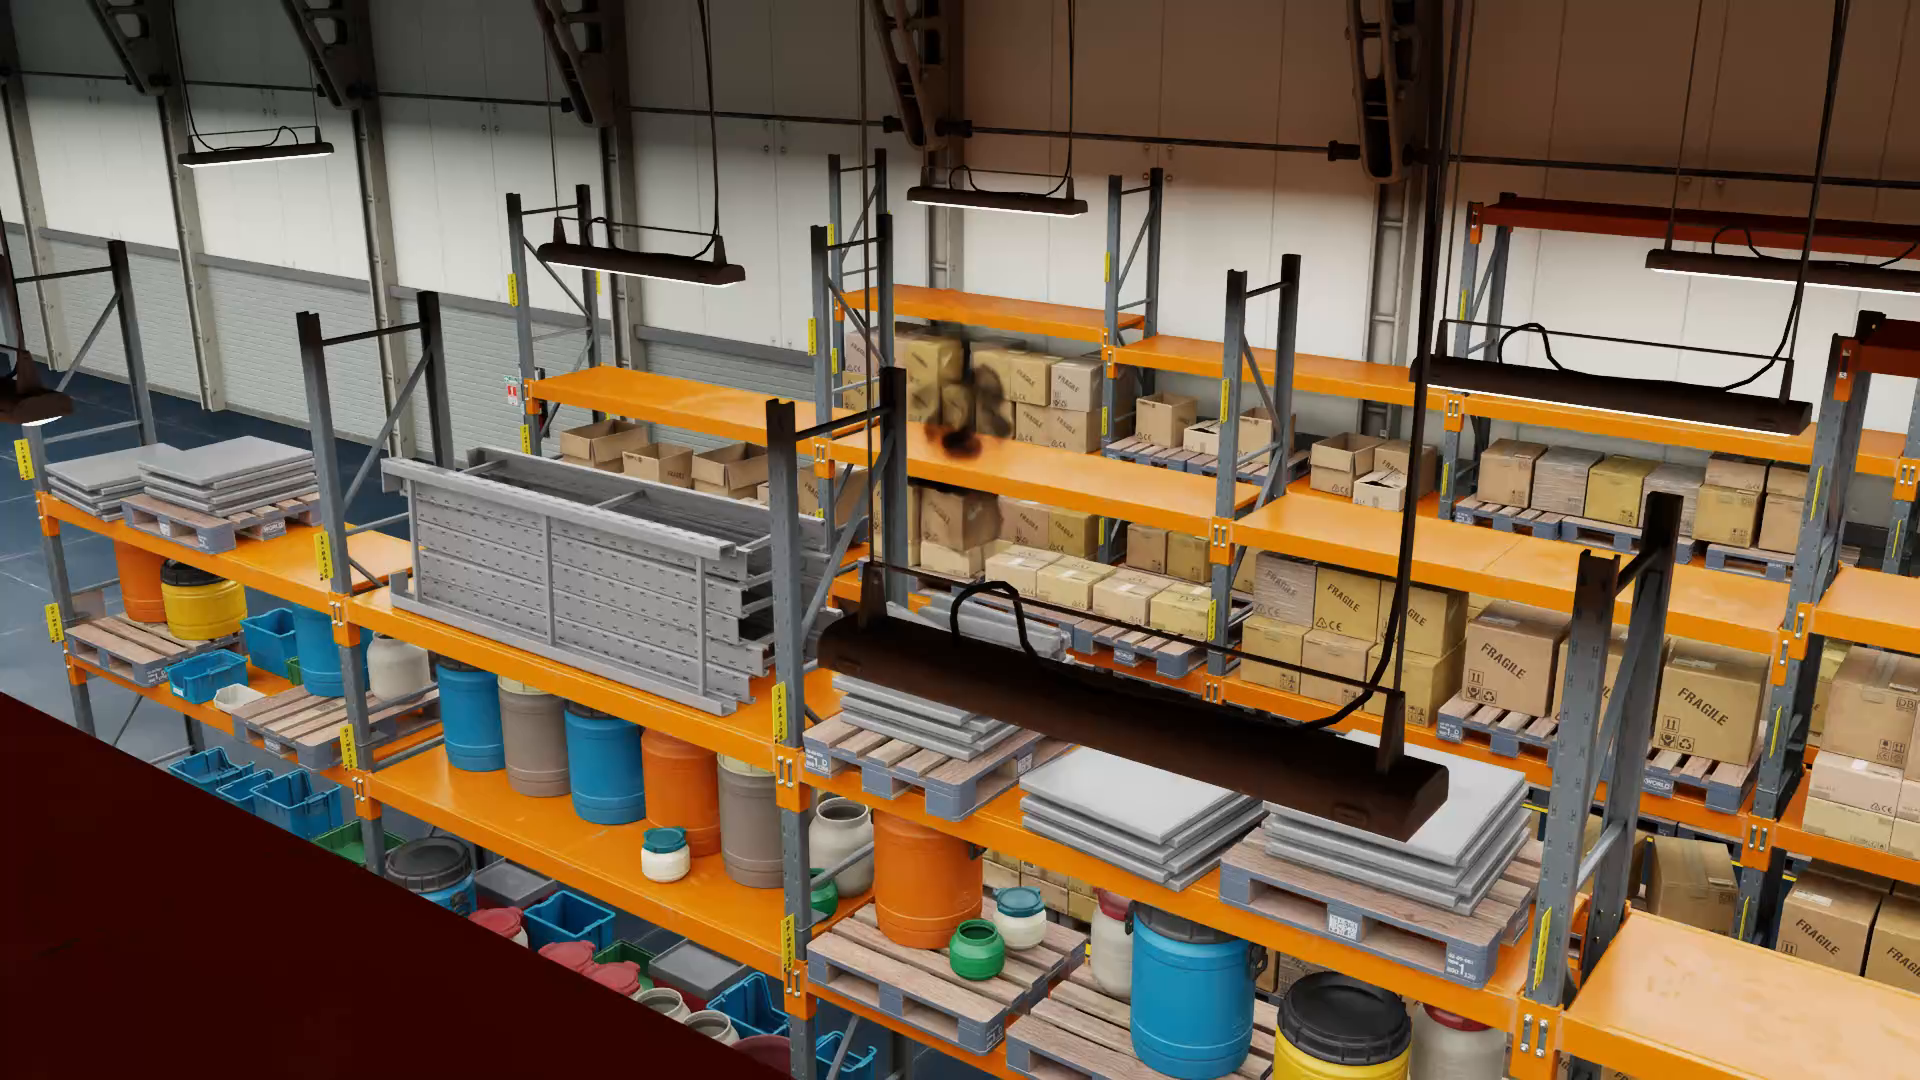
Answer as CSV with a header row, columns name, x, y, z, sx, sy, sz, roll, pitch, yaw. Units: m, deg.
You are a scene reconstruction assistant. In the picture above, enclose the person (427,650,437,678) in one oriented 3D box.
name,x,y,z,sx,sy,sz,roll,pitch,yaw
person,-6.129,1.106,19.023,0.903,1.720,0.658,-6,19,-16
